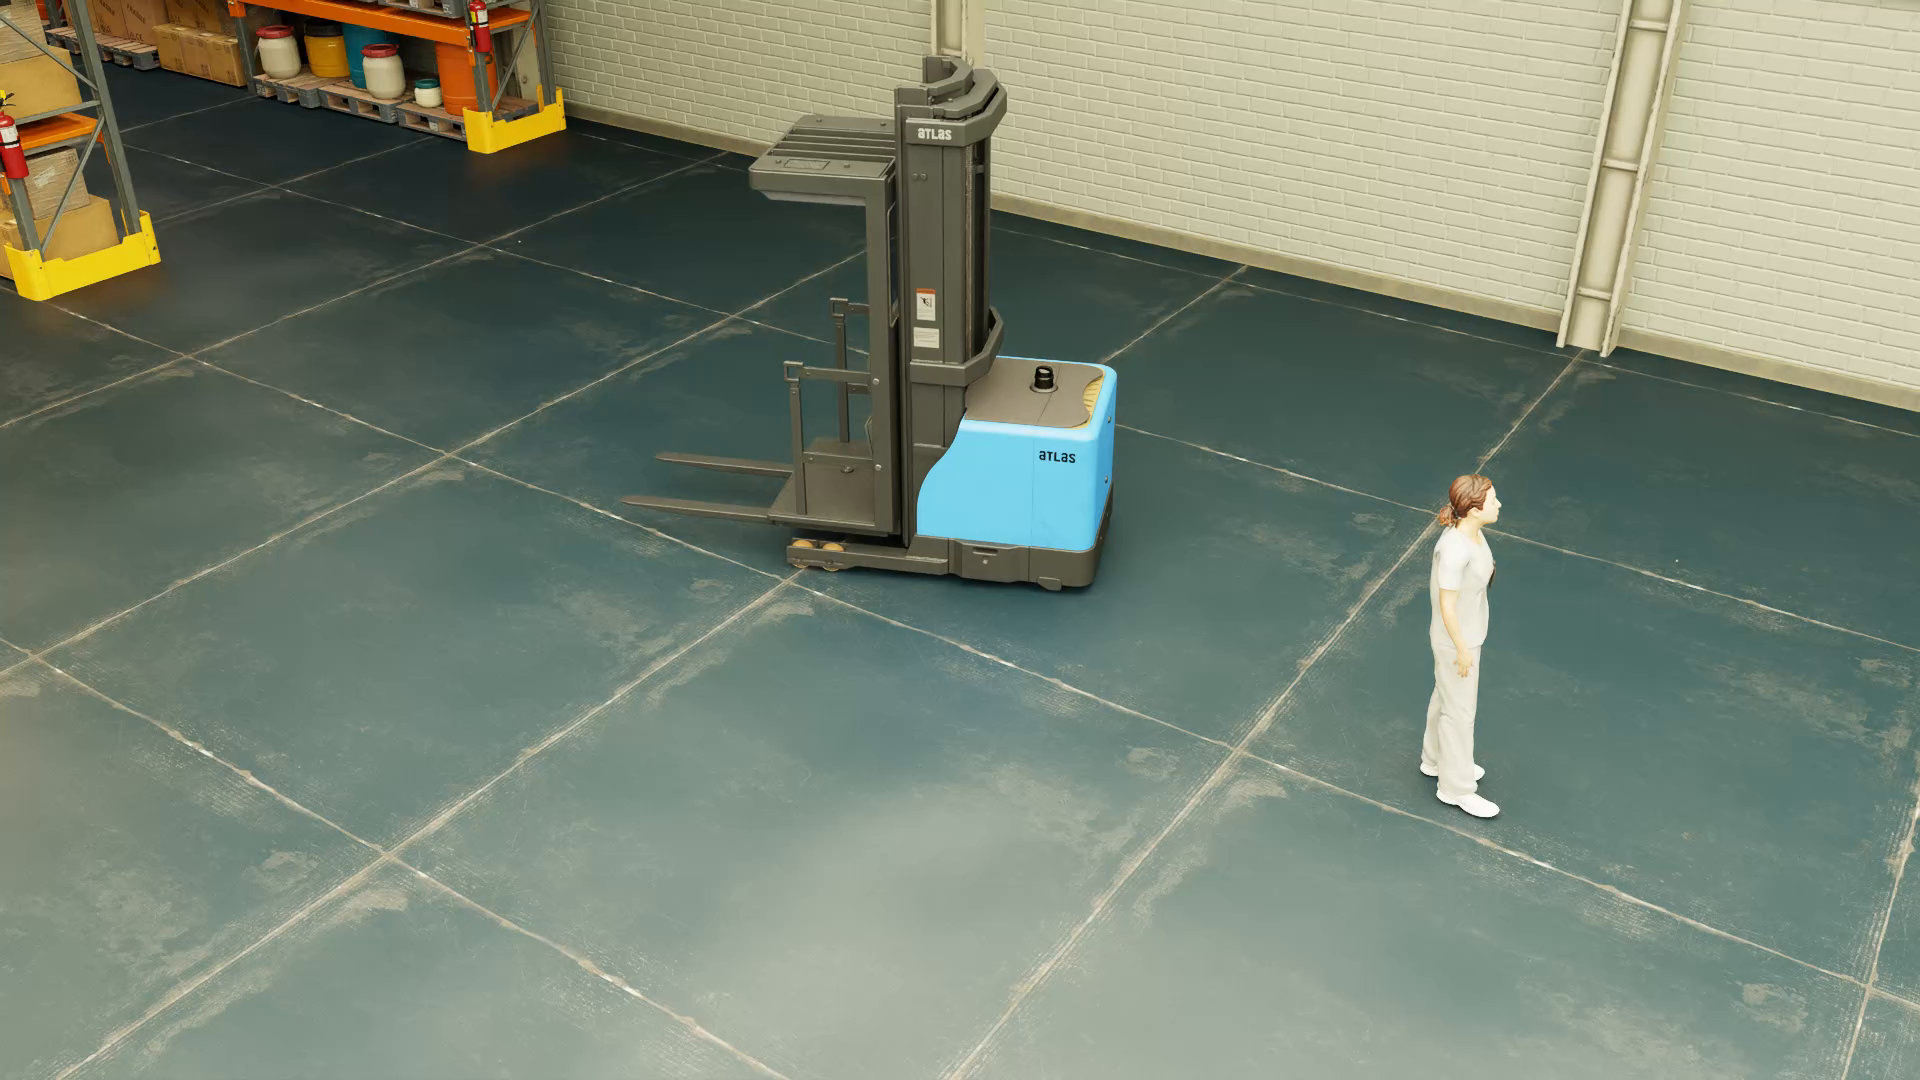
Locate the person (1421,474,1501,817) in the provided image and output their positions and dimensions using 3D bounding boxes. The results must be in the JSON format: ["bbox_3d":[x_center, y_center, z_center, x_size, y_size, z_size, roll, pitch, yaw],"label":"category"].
[{"bbox_3d":[2.472,0.473,8.003,0.548,1.674,0.549,12,32,20],"label":"person"}]

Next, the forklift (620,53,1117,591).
[{"bbox_3d":[-0.596,-1.330,9.871,3.031,2.935,1.130,6,31,10],"label":"forklift"}]
